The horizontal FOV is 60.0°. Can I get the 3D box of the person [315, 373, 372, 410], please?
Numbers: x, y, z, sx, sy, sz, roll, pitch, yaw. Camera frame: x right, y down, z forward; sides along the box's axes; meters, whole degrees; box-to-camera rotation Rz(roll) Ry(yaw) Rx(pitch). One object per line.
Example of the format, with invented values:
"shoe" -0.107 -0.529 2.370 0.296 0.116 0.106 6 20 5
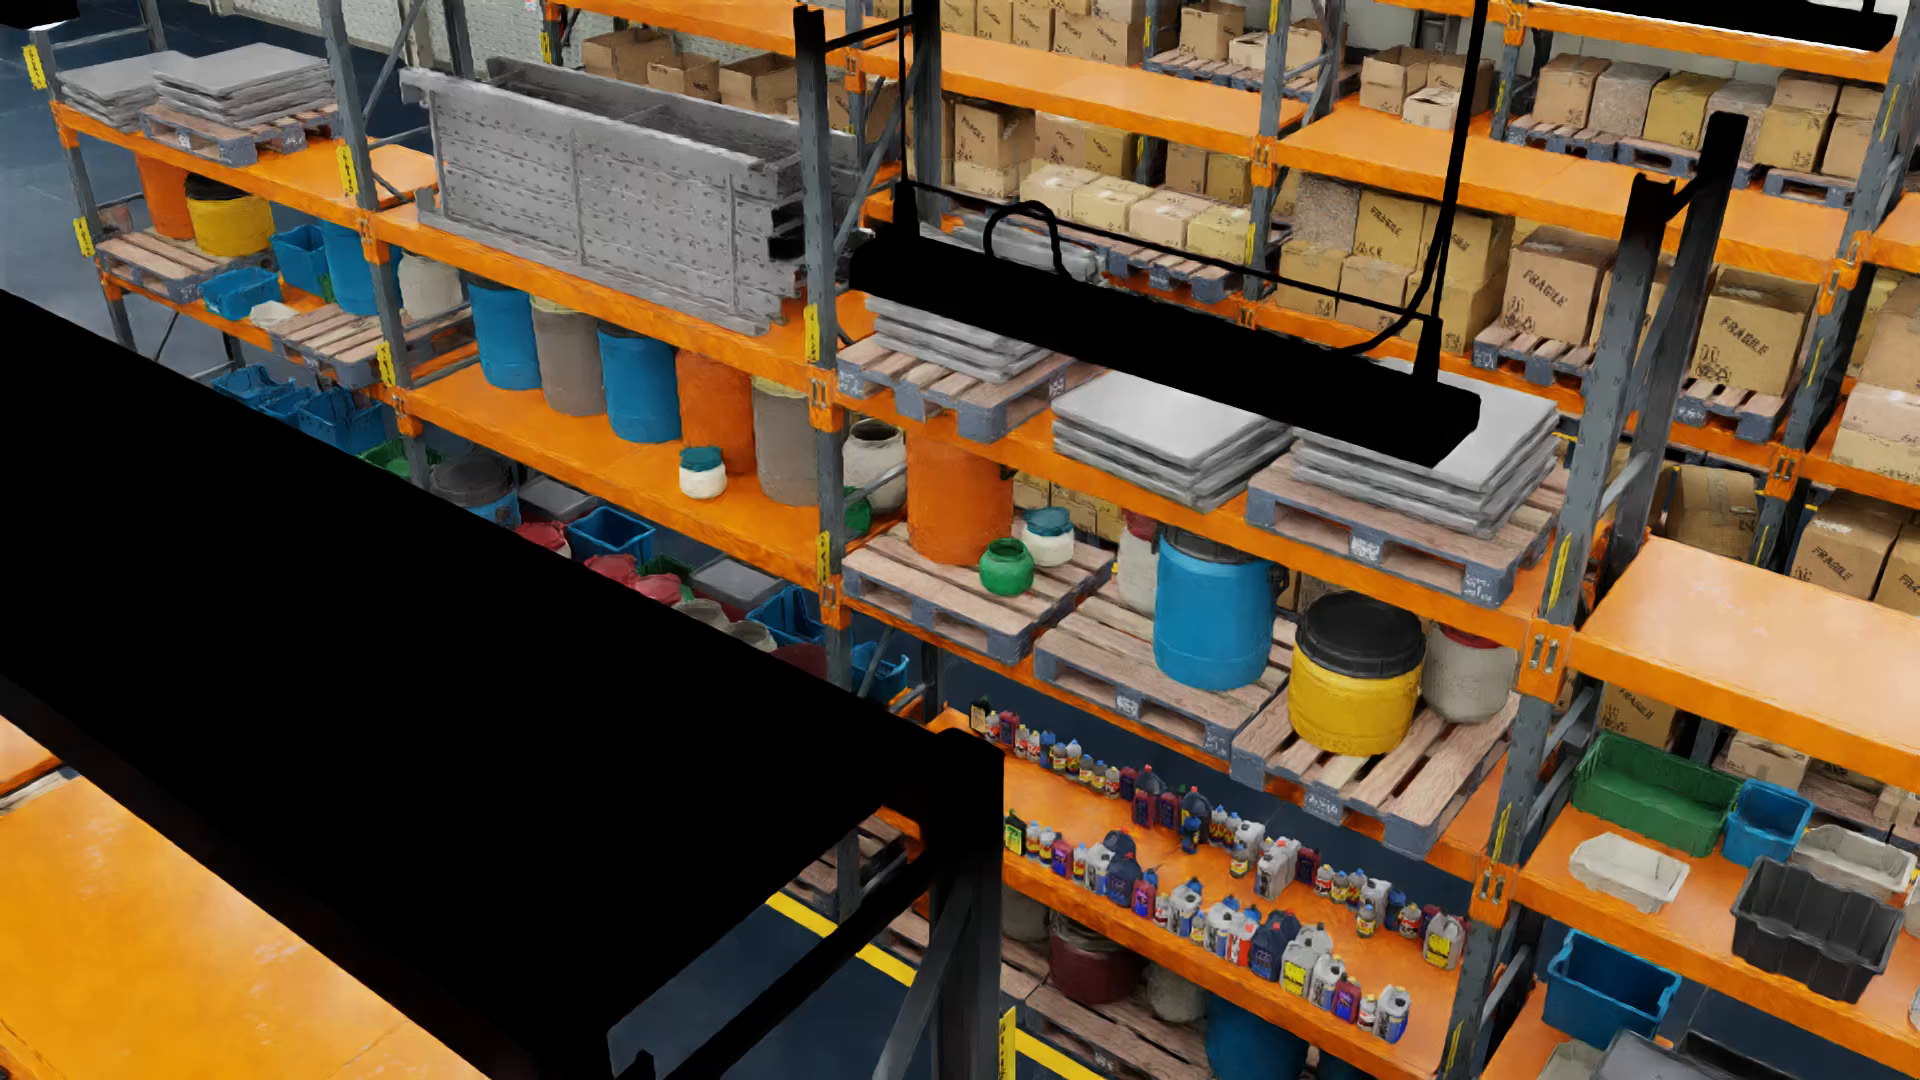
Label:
"person" -6.043 -1.558 16.222 1.101 1.644 0.544 24 39 34
